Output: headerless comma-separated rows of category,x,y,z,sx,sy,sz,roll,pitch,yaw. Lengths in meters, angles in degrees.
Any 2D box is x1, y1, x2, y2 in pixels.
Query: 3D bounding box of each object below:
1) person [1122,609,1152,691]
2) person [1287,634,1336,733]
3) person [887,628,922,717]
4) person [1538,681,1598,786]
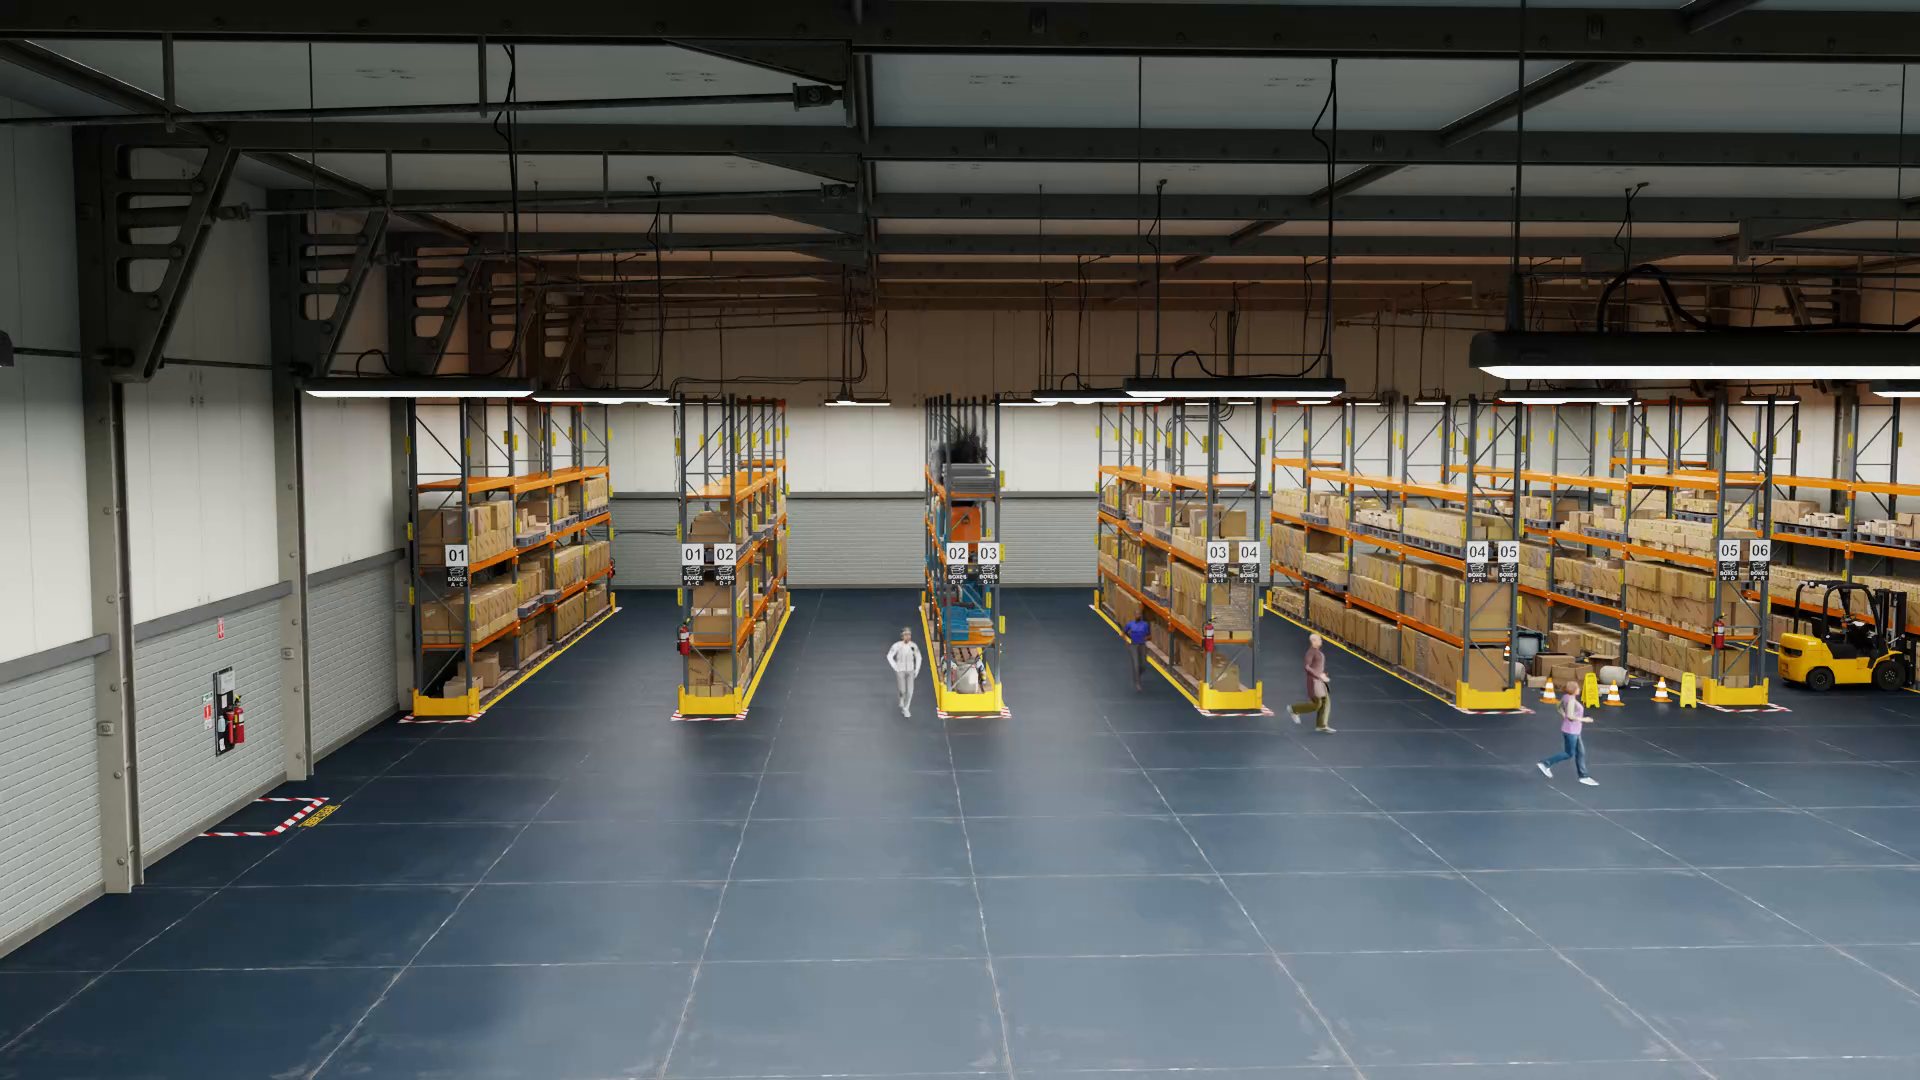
person,3.624,2.218,33.967,0.587,1.627,0.871,0,5,-5
person,6.258,2.530,29.485,0.861,1.761,0.721,2,5,26
person,-1.019,2.456,31.061,0.652,1.667,0.502,-1,5,-12
person,9.249,2.924,25.238,0.872,1.593,0.536,2,5,19
